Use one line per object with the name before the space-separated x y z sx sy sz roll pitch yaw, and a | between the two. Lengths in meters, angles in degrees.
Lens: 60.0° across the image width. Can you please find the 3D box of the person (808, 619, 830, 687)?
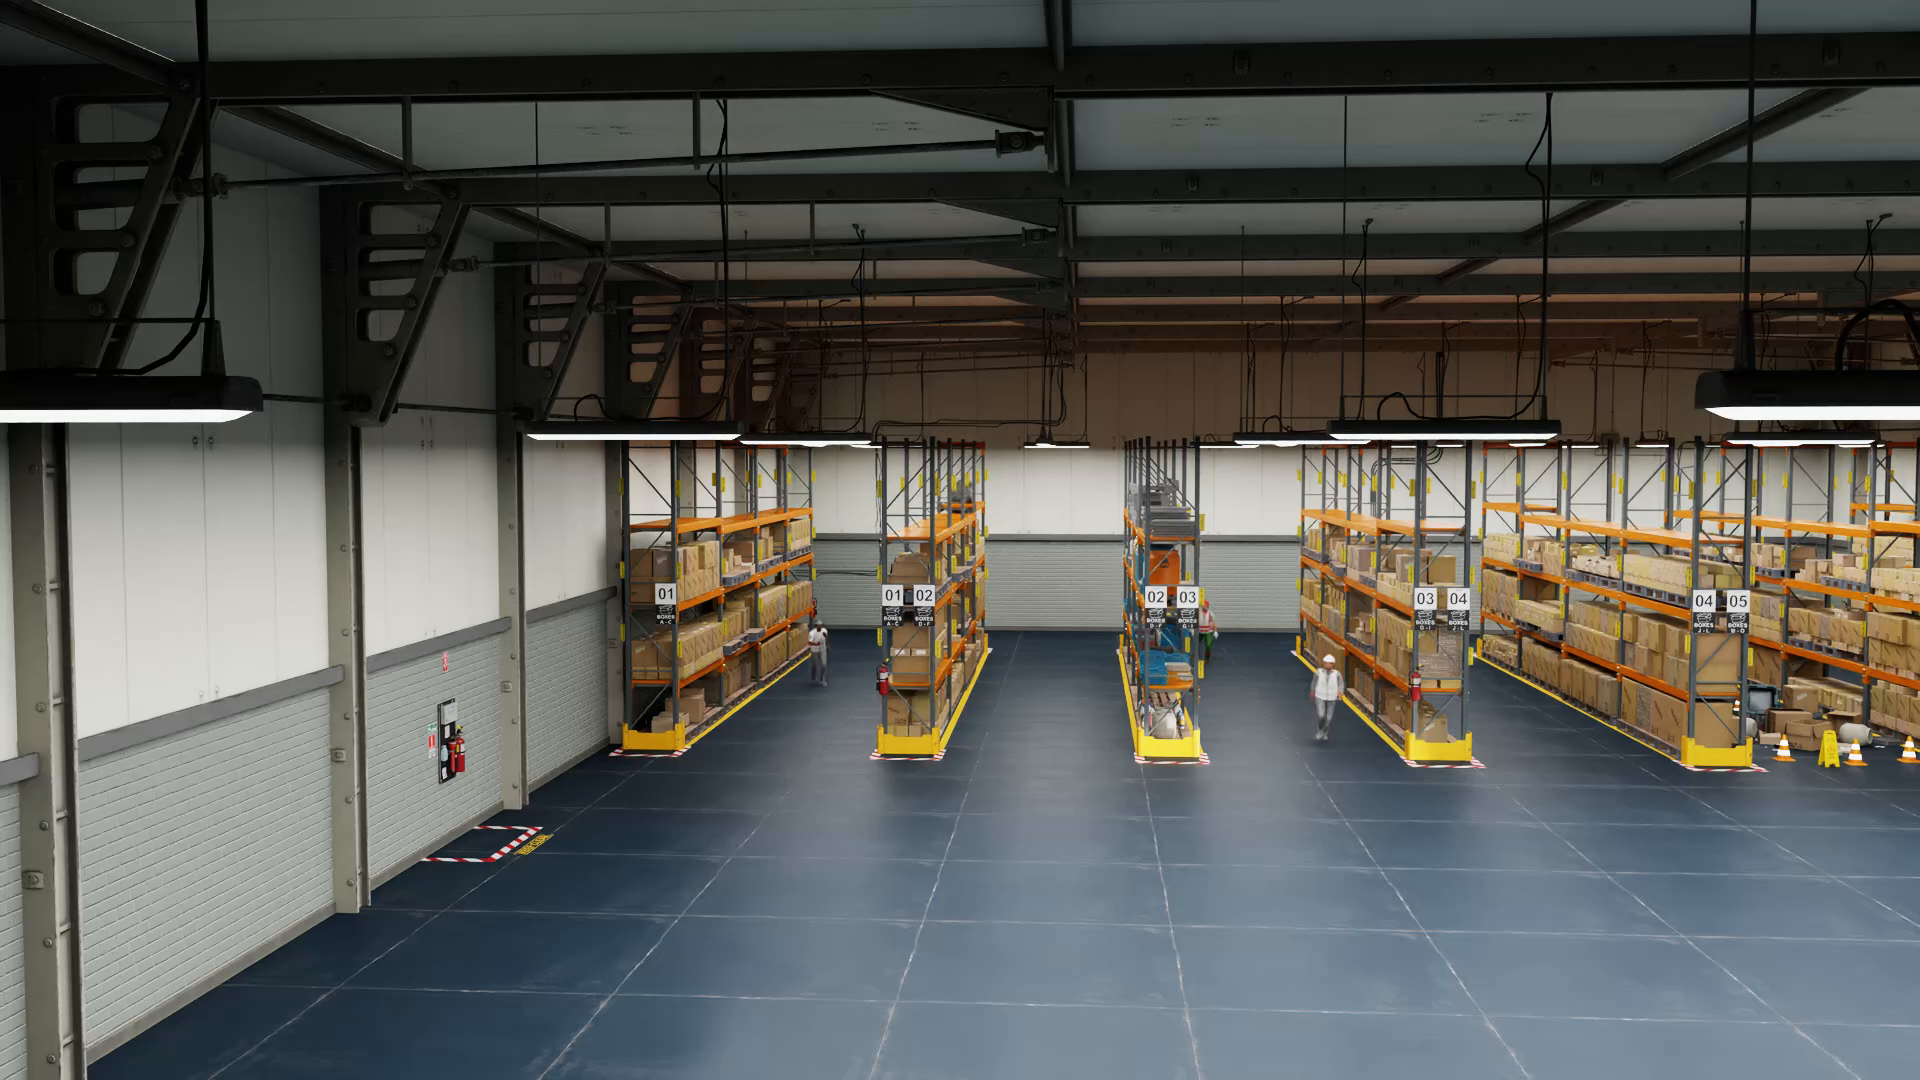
person | -3.447 2.734 40.637 0.581 1.661 0.955 -1 3 -14

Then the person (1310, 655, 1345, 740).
person | 7.227 3.099 32.636 0.617 1.723 0.824 0 3 4

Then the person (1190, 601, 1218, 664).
person | 6.584 2.466 44.859 0.811 1.709 0.700 1 3 15
